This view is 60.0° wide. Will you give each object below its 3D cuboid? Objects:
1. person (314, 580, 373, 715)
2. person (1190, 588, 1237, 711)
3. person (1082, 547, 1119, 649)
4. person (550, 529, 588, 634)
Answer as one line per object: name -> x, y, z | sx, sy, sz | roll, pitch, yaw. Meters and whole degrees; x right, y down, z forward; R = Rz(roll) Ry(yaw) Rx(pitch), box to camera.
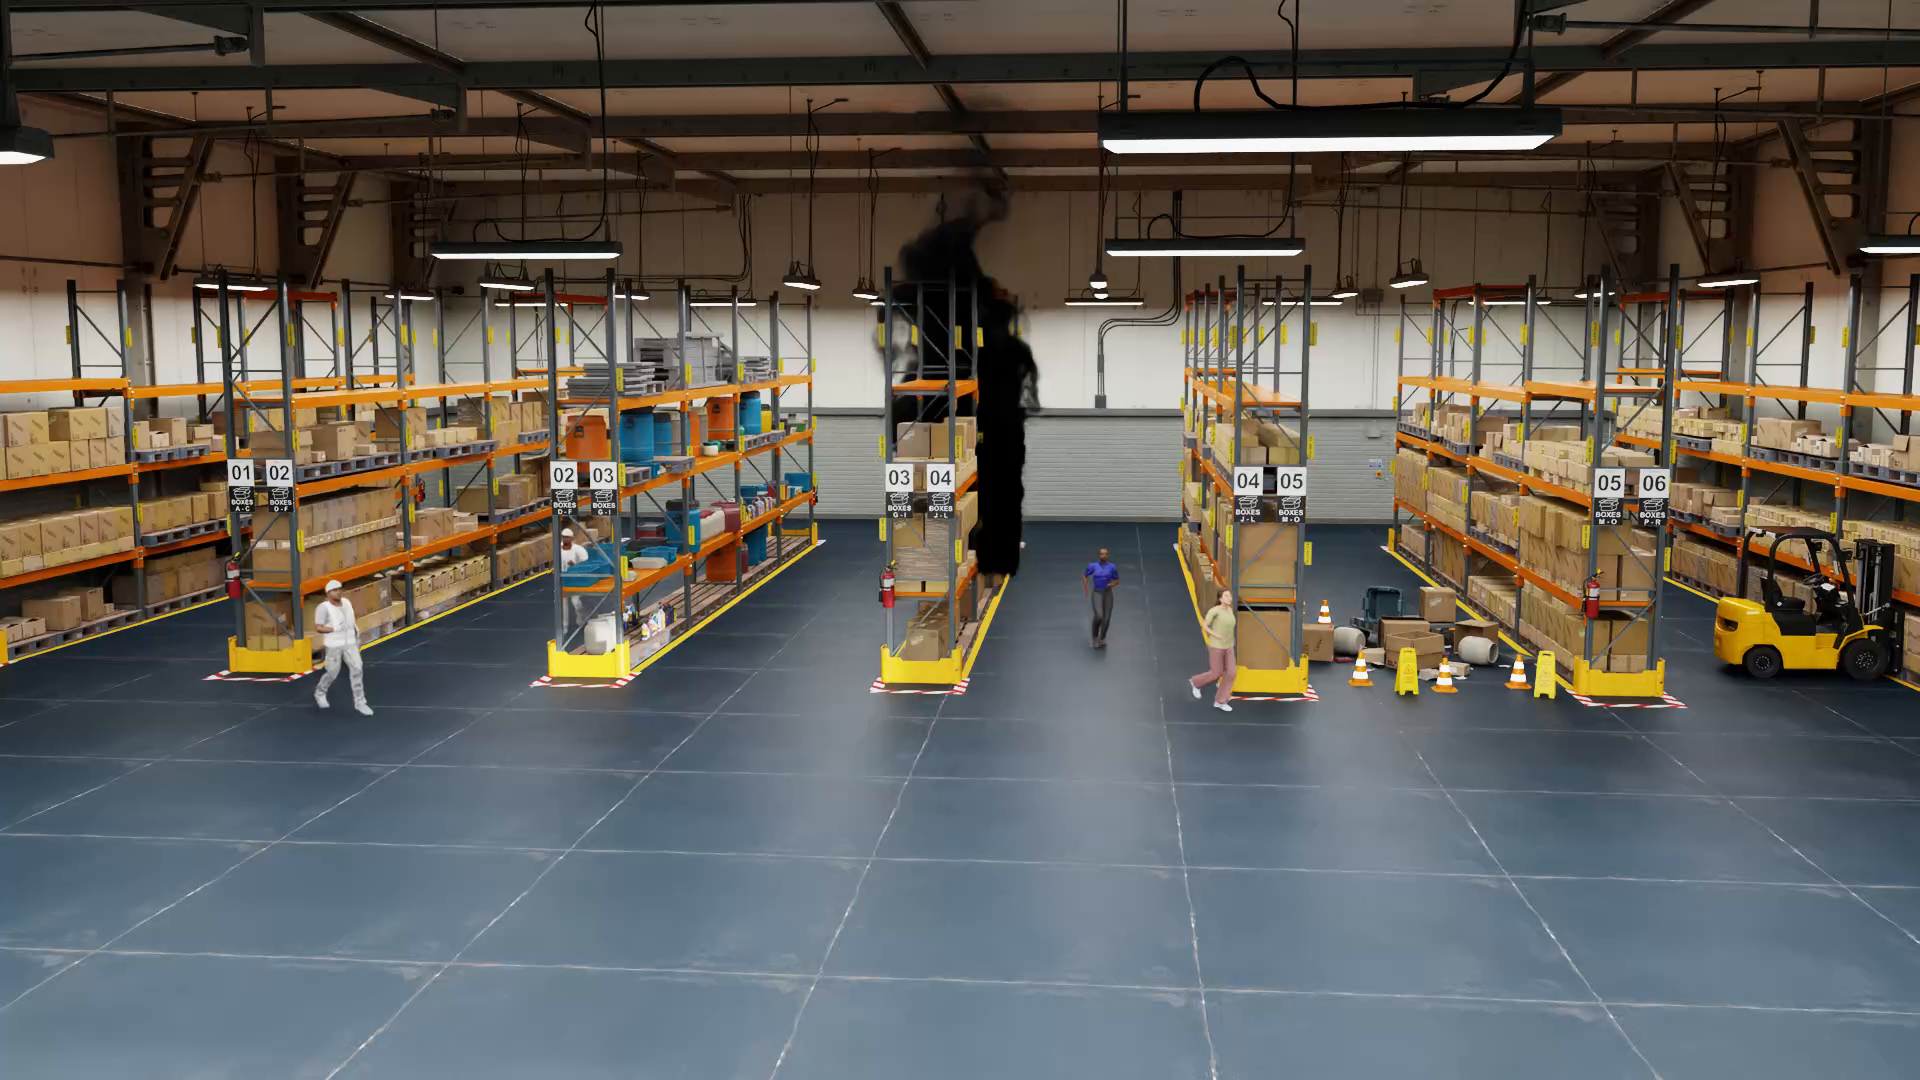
person -> -8.258, 1.416, 22.202 | 0.988, 1.777, 0.689 | 5, 9, 37
person -> 3.523, 1.458, 22.624 | 0.597, 1.644, 0.745 | -5, 8, -34
person -> 2.293, 0.936, 26.808 | 0.555, 1.642, 0.660 | -1, 7, -7
person -> -6.635, 0.671, 28.250 | 0.701, 1.750, 0.981 | 0, 7, 2
